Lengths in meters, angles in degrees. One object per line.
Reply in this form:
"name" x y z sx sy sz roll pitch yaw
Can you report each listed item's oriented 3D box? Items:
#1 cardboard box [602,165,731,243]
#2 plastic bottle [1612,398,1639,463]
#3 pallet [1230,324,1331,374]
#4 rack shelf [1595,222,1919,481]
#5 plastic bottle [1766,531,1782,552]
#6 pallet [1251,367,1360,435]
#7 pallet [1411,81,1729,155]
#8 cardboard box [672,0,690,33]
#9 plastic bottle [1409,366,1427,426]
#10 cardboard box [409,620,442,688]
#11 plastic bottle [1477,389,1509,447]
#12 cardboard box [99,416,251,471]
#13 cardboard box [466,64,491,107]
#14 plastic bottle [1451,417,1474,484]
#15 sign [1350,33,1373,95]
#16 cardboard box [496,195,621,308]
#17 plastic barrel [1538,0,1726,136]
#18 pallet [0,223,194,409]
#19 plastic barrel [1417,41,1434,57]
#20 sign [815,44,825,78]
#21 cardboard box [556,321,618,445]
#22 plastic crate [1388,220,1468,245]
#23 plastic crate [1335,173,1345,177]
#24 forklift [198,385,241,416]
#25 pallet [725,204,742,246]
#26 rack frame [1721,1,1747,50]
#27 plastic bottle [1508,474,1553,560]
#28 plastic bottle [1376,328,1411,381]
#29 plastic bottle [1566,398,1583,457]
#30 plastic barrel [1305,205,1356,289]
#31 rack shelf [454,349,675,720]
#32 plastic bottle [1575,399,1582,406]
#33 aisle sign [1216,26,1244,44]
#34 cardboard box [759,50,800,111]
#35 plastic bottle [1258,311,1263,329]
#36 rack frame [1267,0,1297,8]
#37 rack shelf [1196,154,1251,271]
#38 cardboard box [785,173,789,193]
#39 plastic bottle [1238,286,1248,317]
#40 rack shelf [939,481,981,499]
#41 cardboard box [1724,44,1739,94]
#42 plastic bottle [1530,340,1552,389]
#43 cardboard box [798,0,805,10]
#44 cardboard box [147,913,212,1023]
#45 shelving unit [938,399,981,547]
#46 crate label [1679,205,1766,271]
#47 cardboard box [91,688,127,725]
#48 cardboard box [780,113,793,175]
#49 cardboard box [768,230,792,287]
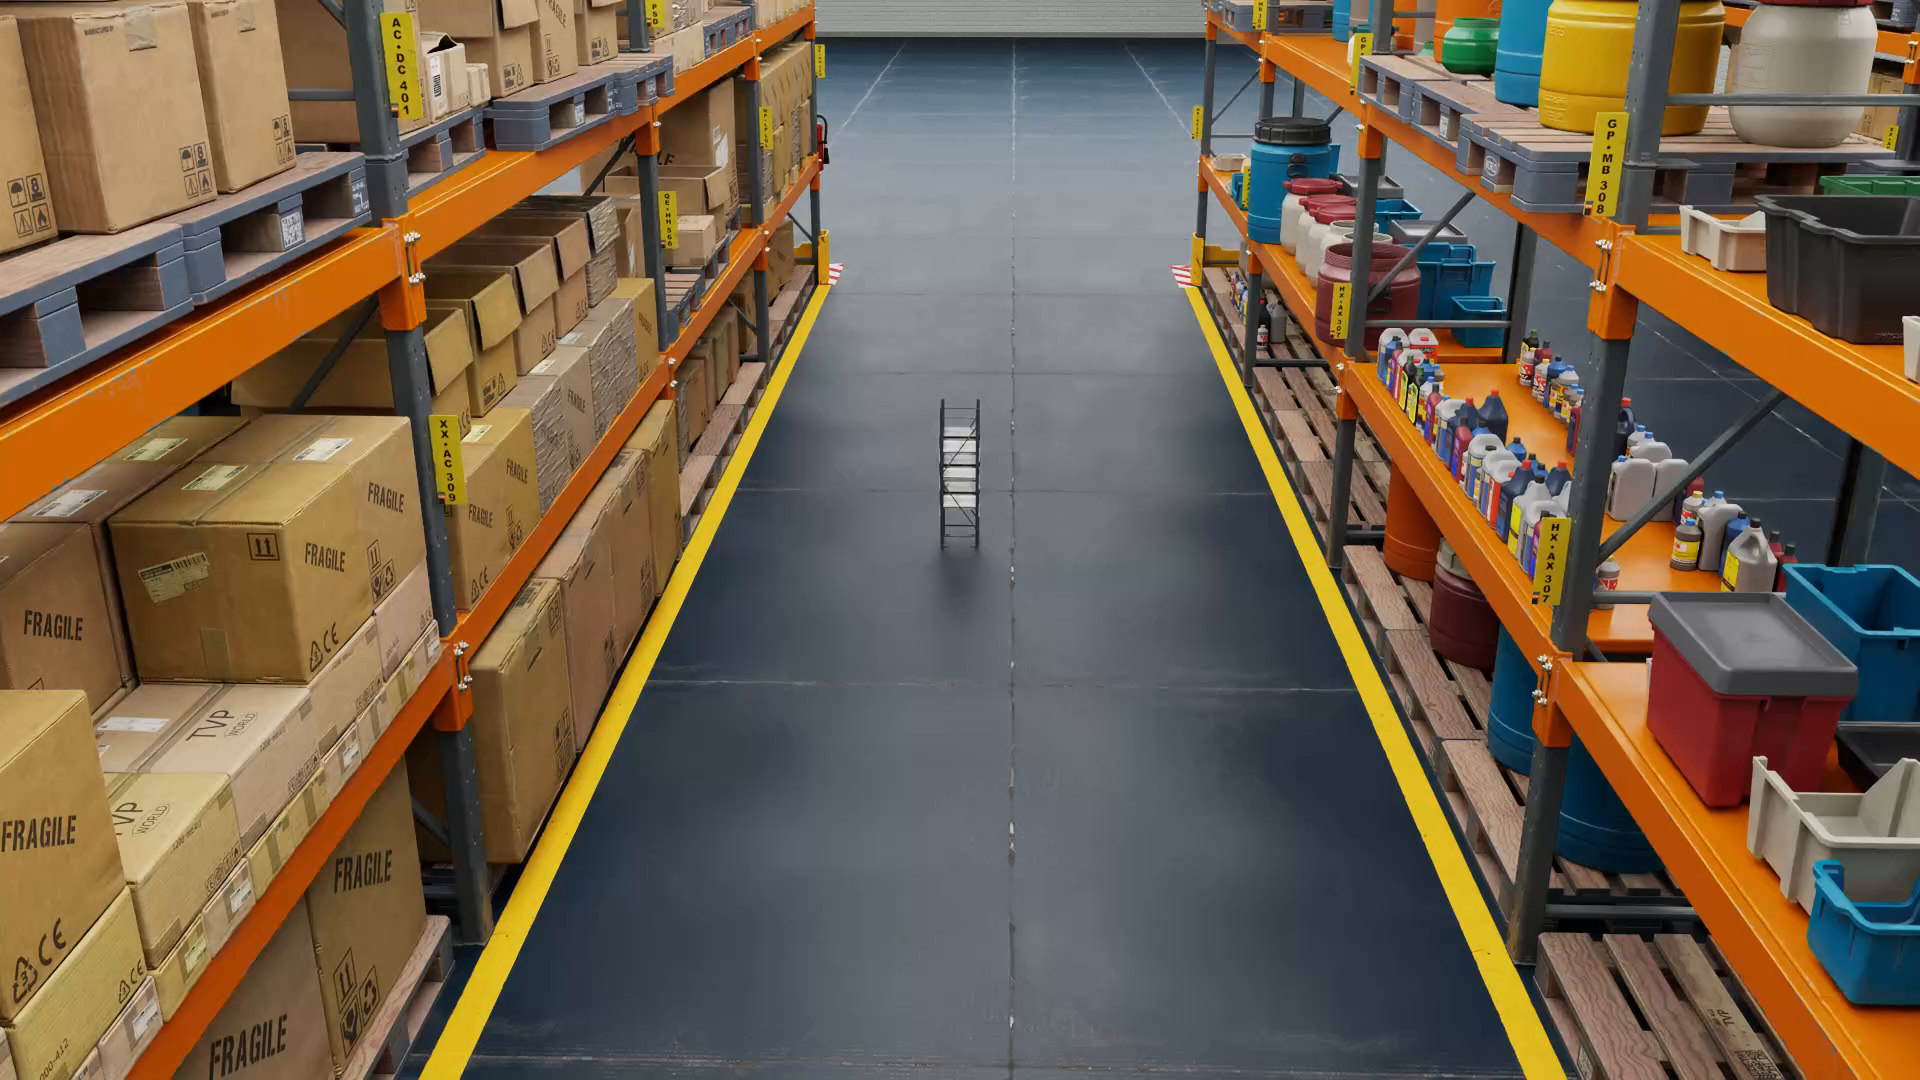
"cardboard box" -2.055 -2.351 11.719 0.797 0.503 0.637 3 21 7
"plastic bottle" 3.058 -0.475 7.675 0.144 0.351 0.185 1 21 2
"pallet" 2.918 -1.623 14.421 1.003 0.211 1.213 1 21 2
"rack shelf" 2.552 -0.128 3.561 1.077 0.370 4.000 1 21 2
"plastic bottle" 3.054 0.090 6.312 0.061 0.283 0.133 1 21 2
"pallet" 2.871 -1.096 13.063 1.003 0.211 1.213 1 21 2
"pallet" 2.570 -1.793 7.118 1.003 0.211 1.213 1 21 2
"cardboard box" -1.926 -3.318 9.957 0.500 0.500 0.500 1 21 2
"plastic bottle" 2.327 -0.729 8.421 0.061 0.283 0.133 1 21 2
"cardboard box" -2.020 0.388 5.729 0.380 0.149 0.250 1 21 2
"plastic bottle" 2.503 -0.547 7.859 0.144 0.351 0.185 1 21 2
"cardboard box" -2.608 -0.091 5.376 0.500 0.500 0.500 1 21 2
"cardboard box" -2.143 -1.857 6.787 0.380 0.149 0.250 0 21 -1
"plastic bottle" 2.301 -0.411 7.603 0.061 0.283 0.133 1 21 2
"sign" 2.184 -2.588 9.049 0.100 0.325 0.005 1 21 2
"cardboard box" -2.255 -1.539 8.824 0.797 0.503 0.637 1 21 3
"plastic barrel" 2.438 -1.803 6.040 0.600 0.588 0.600 0 21 0
"pallet" -2.413 -0.464 3.555 1.003 0.211 1.213 1 21 2
"plastic barrel" 2.691 -2.650 9.281 0.294 0.245 0.294 0 21 0
"sign" -1.419 -4.855 16.858 0.100 0.325 0.005 1 21 2
"cardboard box" -2.017 -0.787 8.271 0.500 0.500 0.500 0 21 0
"plastic crate" 3.089 -1.845 11.050 0.402 0.464 0.583 1 21 2
"plastic crate" 3.180 -3.070 14.587 0.450 0.188 0.662 1 21 2
"forklift" -4.574 -1.613 10.634 1.130 2.935 3.031 1 21 2
"pallet" -2.263 -2.371 12.759 1.003 0.211 1.213 1 21 2
"rack frame" 7.929 -4.071 16.875 1.000 3.000 0.127 1 21 2
"plastic bottle" 2.314 -0.101 6.711 0.144 0.351 0.185 1 21 2
"plastic bottle" 2.398 -1.024 9.192 0.152 0.276 0.135 1 21 2
"plastic bottle" 2.964 -0.551 7.963 0.061 0.283 0.133 1 21 2
"plastic barrel" 2.572 -1.979 11.295 0.433 0.535 0.433 0 21 0
"rack shelf" -2.277 -0.231 7.971 1.077 0.370 4.000 1 21 2
"plastic bottle" 3.099 -0.620 8.254 0.097 0.201 0.097 0 21 0
"aisle sign" 2.687 -5.368 16.624 0.394 0.787 0.004 1 21 2
"cardboard box" -1.770 -4.270 15.455 0.500 0.500 0.500 1 21 2
"plastic bottle" 2.541 -1.797 14.161 0.061 0.283 0.133 2 21 4
"rack frame" 2.856 -5.478 12.206 1.000 3.000 0.127 1 21 2
"rack shelf" 2.917 -3.069 15.285 1.077 0.370 4.000 1 21 2
"cardboard box" -1.755 -3.235 15.067 0.380 0.149 0.250 1 21 2
"plastic bottle" 2.592 -2.175 15.151 0.097 0.271 0.097 0 21 0
"rack shelf" 0.000 -0.302 10.403 0.258 0.077 0.200 1 21 2
"cardboard box" 7.900 -4.535 16.138 0.700 0.500 0.500 1 21 2
"plastic bottle" 3.142 -0.946 8.981 0.061 0.283 0.133 1 21 2
"cardboard box" -1.746 -5.152 15.722 0.500 0.250 0.500 1 21 2
"cardboard box" -2.073 1.040 4.050 0.380 0.149 0.250 0 21 0
"shelving unit" 0.000 -0.417 10.359 0.258 0.900 0.210 1 21 2
"crate label" 2.309 -0.890 4.894 0.293 0.136 0.466 1 21 2
"cardboard box" -2.644 0.623 4.574 0.500 0.250 0.500 1 21 3
"cardboard box" -1.998 -3.625 15.176 0.875 0.500 0.500 1 21 2
"cardboard box" -1.993 -2.770 16.396 0.500 0.500 0.500 6 22 16
